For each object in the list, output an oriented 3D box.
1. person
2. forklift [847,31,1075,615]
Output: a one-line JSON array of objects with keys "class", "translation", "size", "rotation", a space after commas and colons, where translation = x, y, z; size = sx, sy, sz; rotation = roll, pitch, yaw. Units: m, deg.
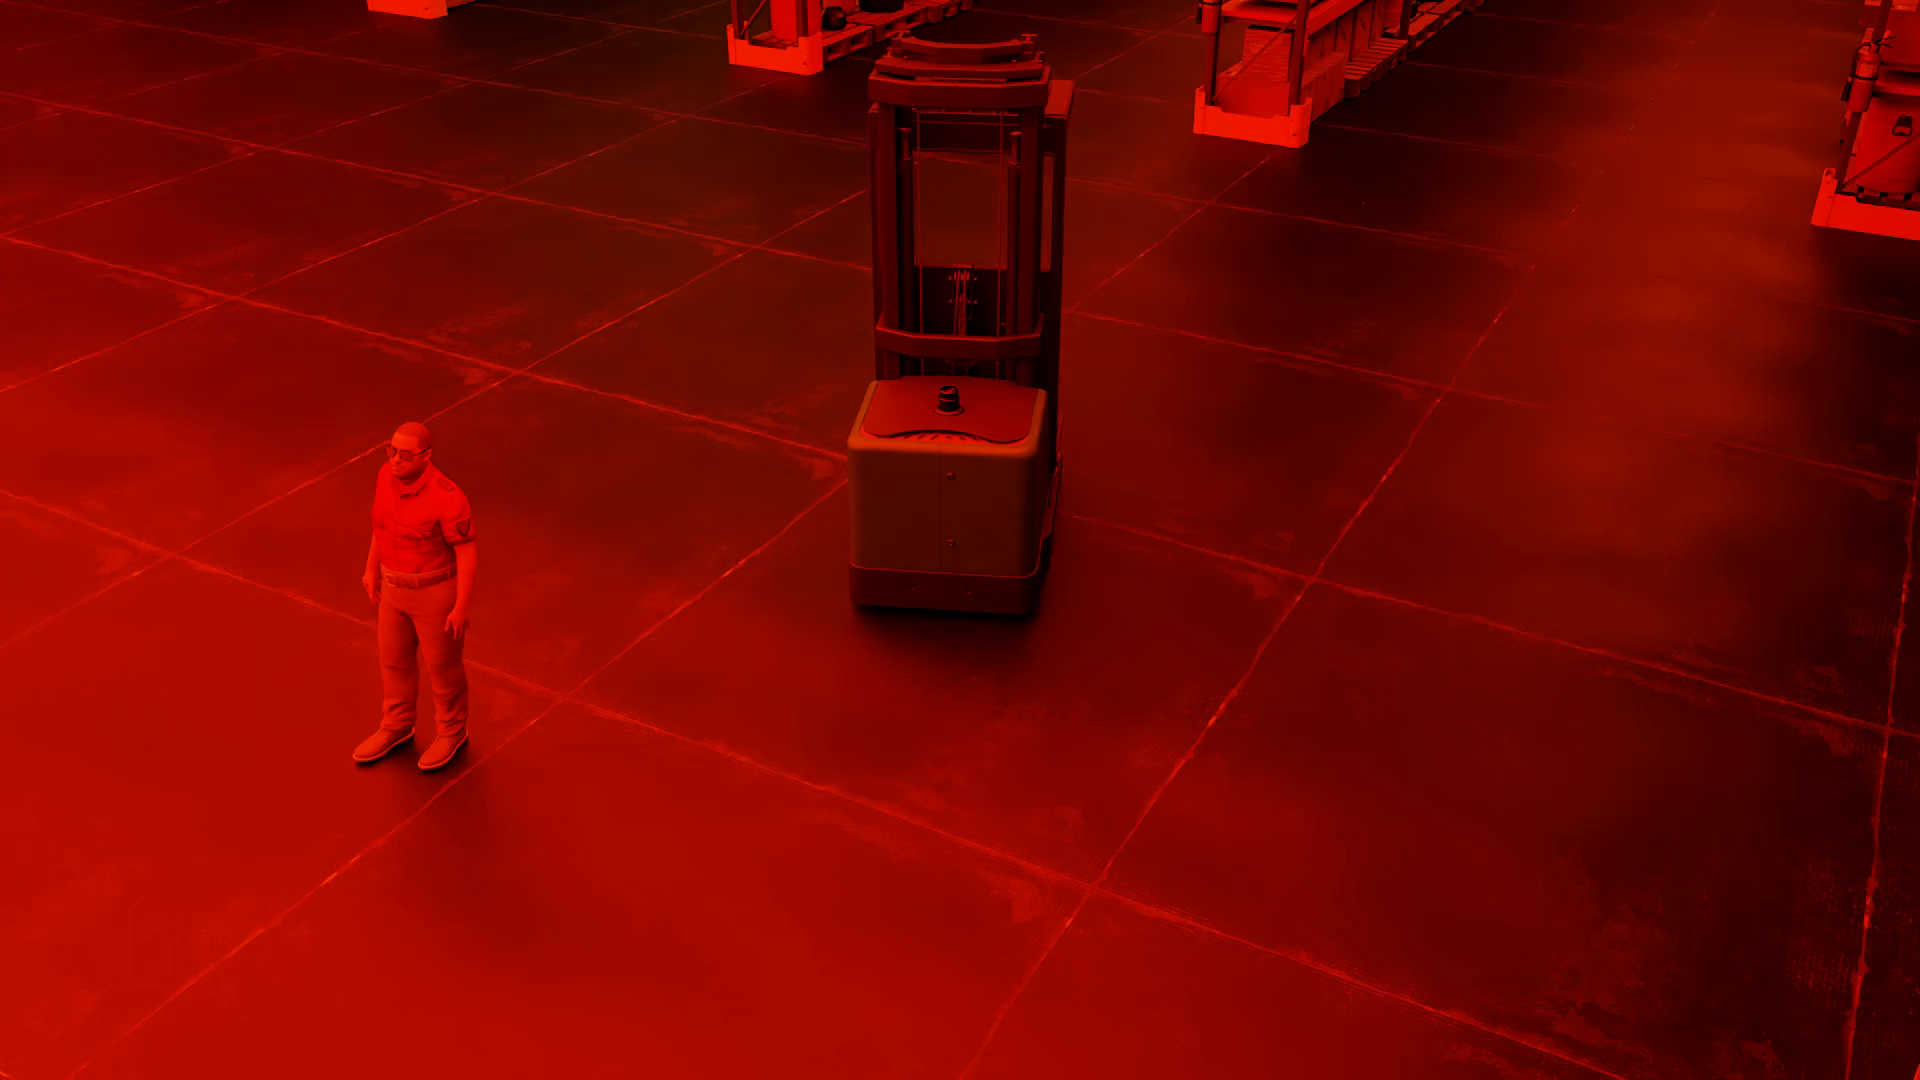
[{"class": "person", "translation": [-2.578, 0.286, 7.763], "size": [0.641, 1.727, 0.551], "rotation": [16, 33, 25]}, {"class": "forklift", "translation": [0.072, -1.572, 9.794], "size": [1.130, 2.935, 3.031], "rotation": [3, 30, 6]}]
